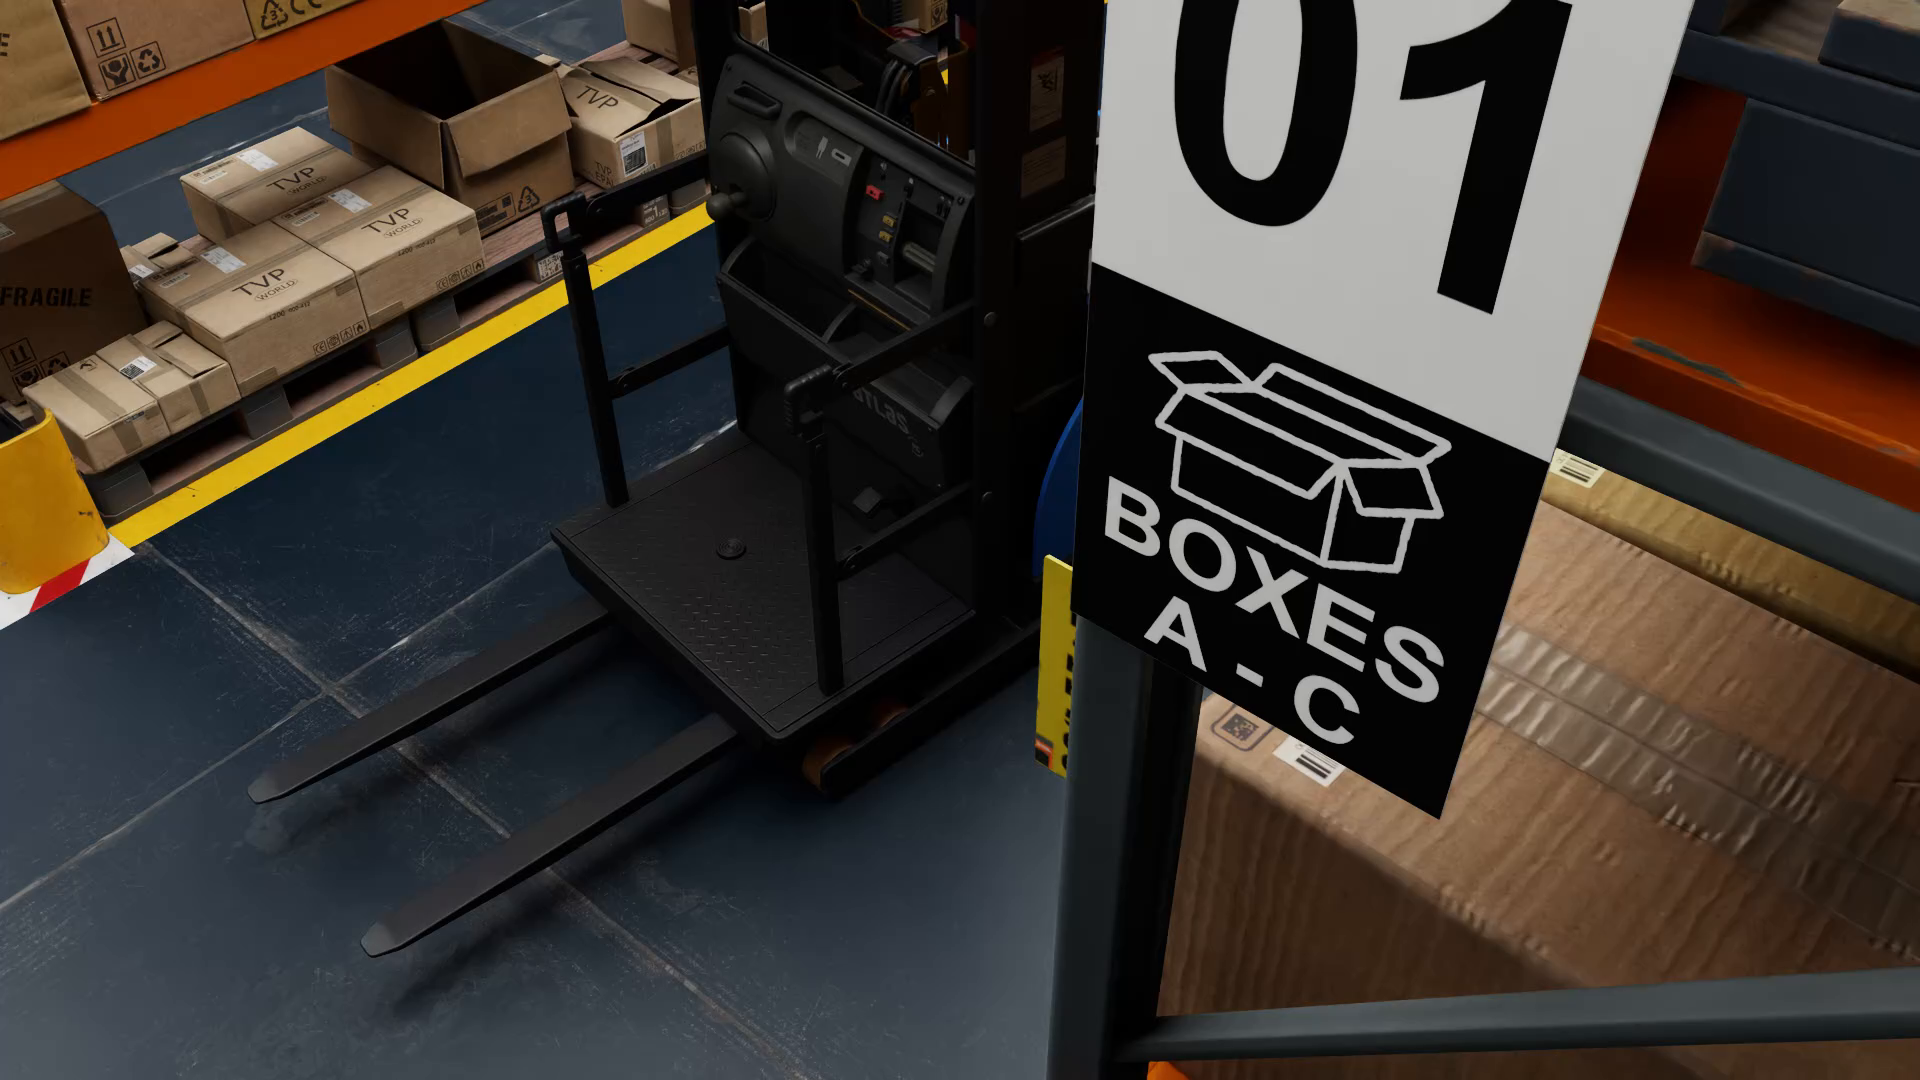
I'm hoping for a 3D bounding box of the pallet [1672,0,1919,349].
[{"bbox_3d":[1.003,-0.548,1.460,1.003,0.211,1.213,29,50,28],"label":"pallet"}]

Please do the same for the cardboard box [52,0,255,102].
[{"bbox_3d":[-2.445,-1.647,4.757,0.500,0.500,0.500,29,50,28],"label":"cardboard box"}]

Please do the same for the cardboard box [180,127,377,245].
[{"bbox_3d":[-2.465,-1.236,6.096,0.500,0.250,0.500,29,50,28],"label":"cardboard box"}]

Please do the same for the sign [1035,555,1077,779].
[{"bbox_3d":[0.127,0.157,1.811,0.100,0.325,0.005,29,50,28],"label":"sign"}]

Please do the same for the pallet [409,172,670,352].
[{"bbox_3d":[-1.914,-1.271,6.491,1.003,0.211,1.213,29,50,28],"label":"pallet"}]

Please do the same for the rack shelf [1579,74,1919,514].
[{"bbox_3d":[1.820,-0.958,2.379,1.077,0.370,4.000,29,50,28],"label":"rack shelf"}]

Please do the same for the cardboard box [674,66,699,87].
[{"bbox_3d":[-1.031,-1.760,6.748,0.380,0.149,0.250,29,50,28],"label":"cardboard box"}]

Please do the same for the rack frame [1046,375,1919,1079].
[{"bbox_3d":[0.533,0.915,2.014,1.000,3.000,0.127,29,50,28],"label":"rack frame"}]

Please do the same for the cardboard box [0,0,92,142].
[{"bbox_3d":[-2.773,-1.379,4.463,0.500,0.500,0.500,31,50,29],"label":"cardboard box"}]

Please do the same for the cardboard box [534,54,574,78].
[{"bbox_3d":[-1.671,-1.830,6.812,0.380,0.166,0.250,29,50,28],"label":"cardboard box"}]

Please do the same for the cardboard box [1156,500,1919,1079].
[{"bbox_3d":[0.854,0.537,2.207,0.980,0.700,0.700,32,51,30],"label":"cardboard box"}]

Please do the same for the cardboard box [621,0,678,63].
[{"bbox_3d":[-1.122,-2.333,7.258,0.500,0.311,0.500,29,50,28],"label":"cardboard box"}]

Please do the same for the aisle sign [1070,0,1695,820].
[{"bbox_3d":[0.257,-0.140,1.241,0.394,0.787,0.004,29,50,28],"label":"aisle sign"}]

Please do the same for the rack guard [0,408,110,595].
[{"bbox_3d":[-3.212,-0.342,5.254,1.175,0.500,0.348,29,50,28],"label":"rack guard"}]

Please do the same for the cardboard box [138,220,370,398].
[{"bbox_3d":[-2.372,-0.788,5.604,0.500,0.250,0.500,29,50,28],"label":"cardboard box"}]

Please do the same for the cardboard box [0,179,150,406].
[{"bbox_3d":[-3.099,-0.852,5.489,0.500,0.500,0.500,29,50,28],"label":"cardboard box"}]

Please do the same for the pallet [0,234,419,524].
[{"bbox_3d":[-2.699,-0.646,5.804,1.003,0.211,1.213,29,50,28],"label":"pallet"}]

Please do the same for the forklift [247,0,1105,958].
[{"bbox_3d":[-0.467,-0.801,3.952,3.031,2.935,1.130,-31,51,-30],"label":"forklift"}]

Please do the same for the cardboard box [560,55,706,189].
[{"bbox_3d":[-1.319,-1.653,6.510,0.500,0.311,0.500,29,50,28],"label":"cardboard box"}]

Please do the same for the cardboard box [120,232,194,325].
[{"bbox_3d":[-2.770,-0.898,5.787,0.380,0.166,0.250,29,50,28],"label":"cardboard box"}]

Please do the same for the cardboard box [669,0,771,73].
[{"bbox_3d":[-0.836,-2.109,6.871,0.500,0.500,0.500,29,50,28],"label":"cardboard box"}]

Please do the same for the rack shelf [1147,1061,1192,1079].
[{"bbox_3d":[1.820,0.151,3.389,1.077,0.370,4.000,29,50,28],"label":"rack shelf"}]

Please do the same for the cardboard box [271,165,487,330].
[{"bbox_3d":[-2.050,-1.045,5.887,0.500,0.250,0.500,29,50,28],"label":"cardboard box"}]

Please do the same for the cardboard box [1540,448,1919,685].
[{"bbox_3d":[1.314,0.158,2.624,0.980,0.700,0.700,29,50,28],"label":"cardboard box"}]

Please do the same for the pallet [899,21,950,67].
[{"bbox_3d":[-0.192,-2.691,8.053,1.003,0.211,1.213,29,50,28],"label":"pallet"}]

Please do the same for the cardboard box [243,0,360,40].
[{"bbox_3d":[-2.120,-1.904,5.040,0.500,0.500,0.500,29,50,28],"label":"cardboard box"}]

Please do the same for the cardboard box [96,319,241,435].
[{"bbox_3d":[-2.567,-0.538,5.391,0.380,0.166,0.250,29,50,28],"label":"cardboard box"}]

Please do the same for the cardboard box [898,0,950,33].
[{"bbox_3d":[-0.189,-2.669,7.487,0.500,0.500,0.500,27,49,27],"label":"cardboard box"}]

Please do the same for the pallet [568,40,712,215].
[{"bbox_3d":[-1.129,-1.902,7.185,1.003,0.211,1.213,29,50,28],"label":"pallet"}]

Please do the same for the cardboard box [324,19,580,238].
[{"bbox_3d":[-1.891,-1.557,6.261,0.797,0.503,0.637,29,50,28],"label":"cardboard box"}]

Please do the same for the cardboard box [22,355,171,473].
[{"bbox_3d":[-2.728,-0.403,5.255,0.380,0.149,0.250,29,50,28],"label":"cardboard box"}]
